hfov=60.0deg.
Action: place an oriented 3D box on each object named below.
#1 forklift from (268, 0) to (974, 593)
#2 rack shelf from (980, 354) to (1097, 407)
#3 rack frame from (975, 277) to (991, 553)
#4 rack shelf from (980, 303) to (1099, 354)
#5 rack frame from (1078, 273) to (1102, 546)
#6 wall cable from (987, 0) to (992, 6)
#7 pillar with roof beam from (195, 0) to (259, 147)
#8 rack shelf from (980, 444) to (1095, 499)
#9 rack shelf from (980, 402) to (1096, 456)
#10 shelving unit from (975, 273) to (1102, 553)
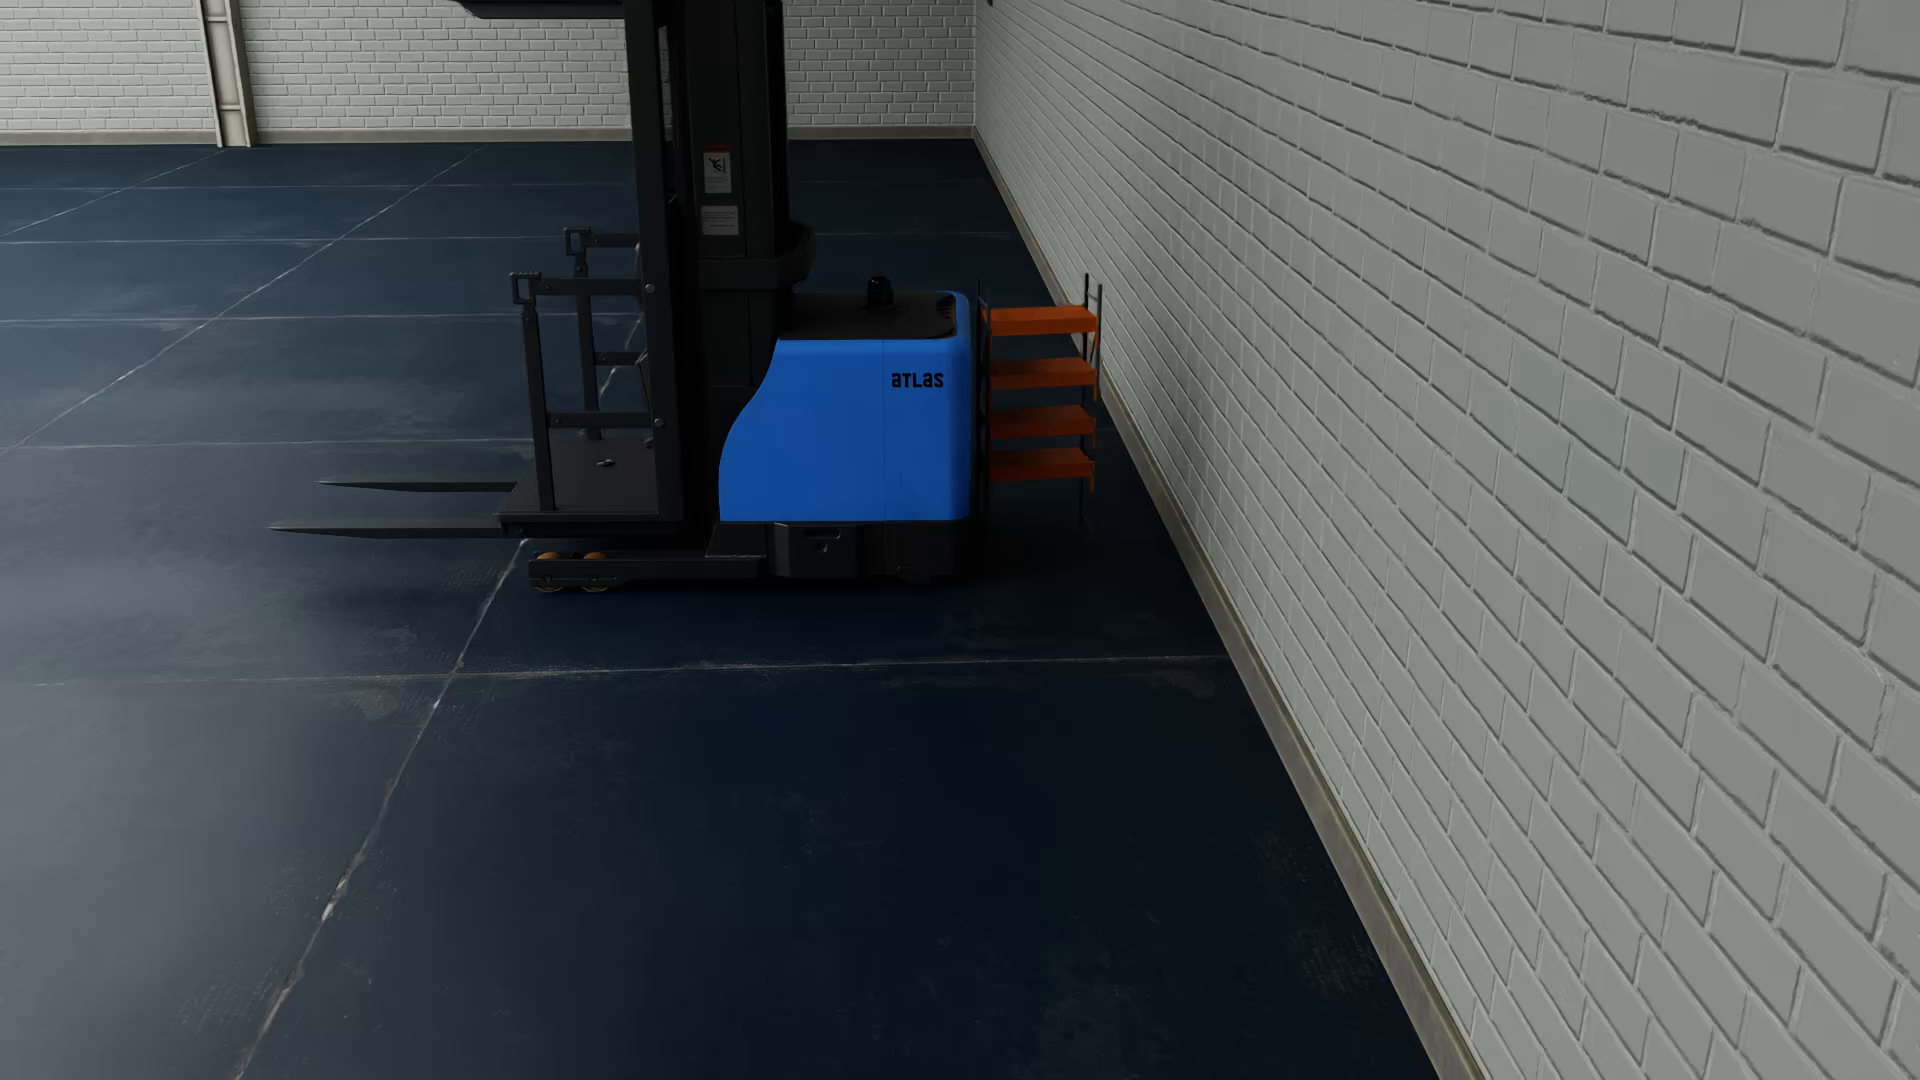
[{"bbox_3d":[-1.459,-1.337,7.012,3.031,2.935,1.130,0,21,0],"label":"forklift"},{"bbox_3d":[0.341,-0.706,7.350,0.480,0.148,0.258,-4,21,-10],"label":"rack shelf"},{"bbox_3d":[0.101,-0.544,7.363,0.015,1.200,0.240,-4,21,-10],"label":"rack frame"},{"bbox_3d":[0.341,-0.927,7.266,0.480,0.148,0.258,-4,21,-10],"label":"rack shelf"},{"bbox_3d":[0.580,-0.576,7.448,0.015,1.200,0.240,-4,21,-10],"label":"rack frame"},{"bbox_3d":[0.221,-7.276,18.450,0.112,2.526,3.097,-1,21,-3],"label":"wall cable"},{"bbox_3d":[-8.540,-7.486,14.637,0.400,9.000,9.100,-1,21,-3],"label":"pillar with roof beam"},{"bbox_3d":[0.341,-0.312,7.500,0.480,0.148,0.258,-4,21,-10],"label":"rack shelf"},{"bbox_3d":[0.341,-0.497,7.429,0.480,0.148,0.258,-4,21,-10],"label":"rack shelf"},{"bbox_3d":[0.341,-0.560,7.406,0.503,1.200,0.258,-4,21,-10],"label":"shelving unit"}]
